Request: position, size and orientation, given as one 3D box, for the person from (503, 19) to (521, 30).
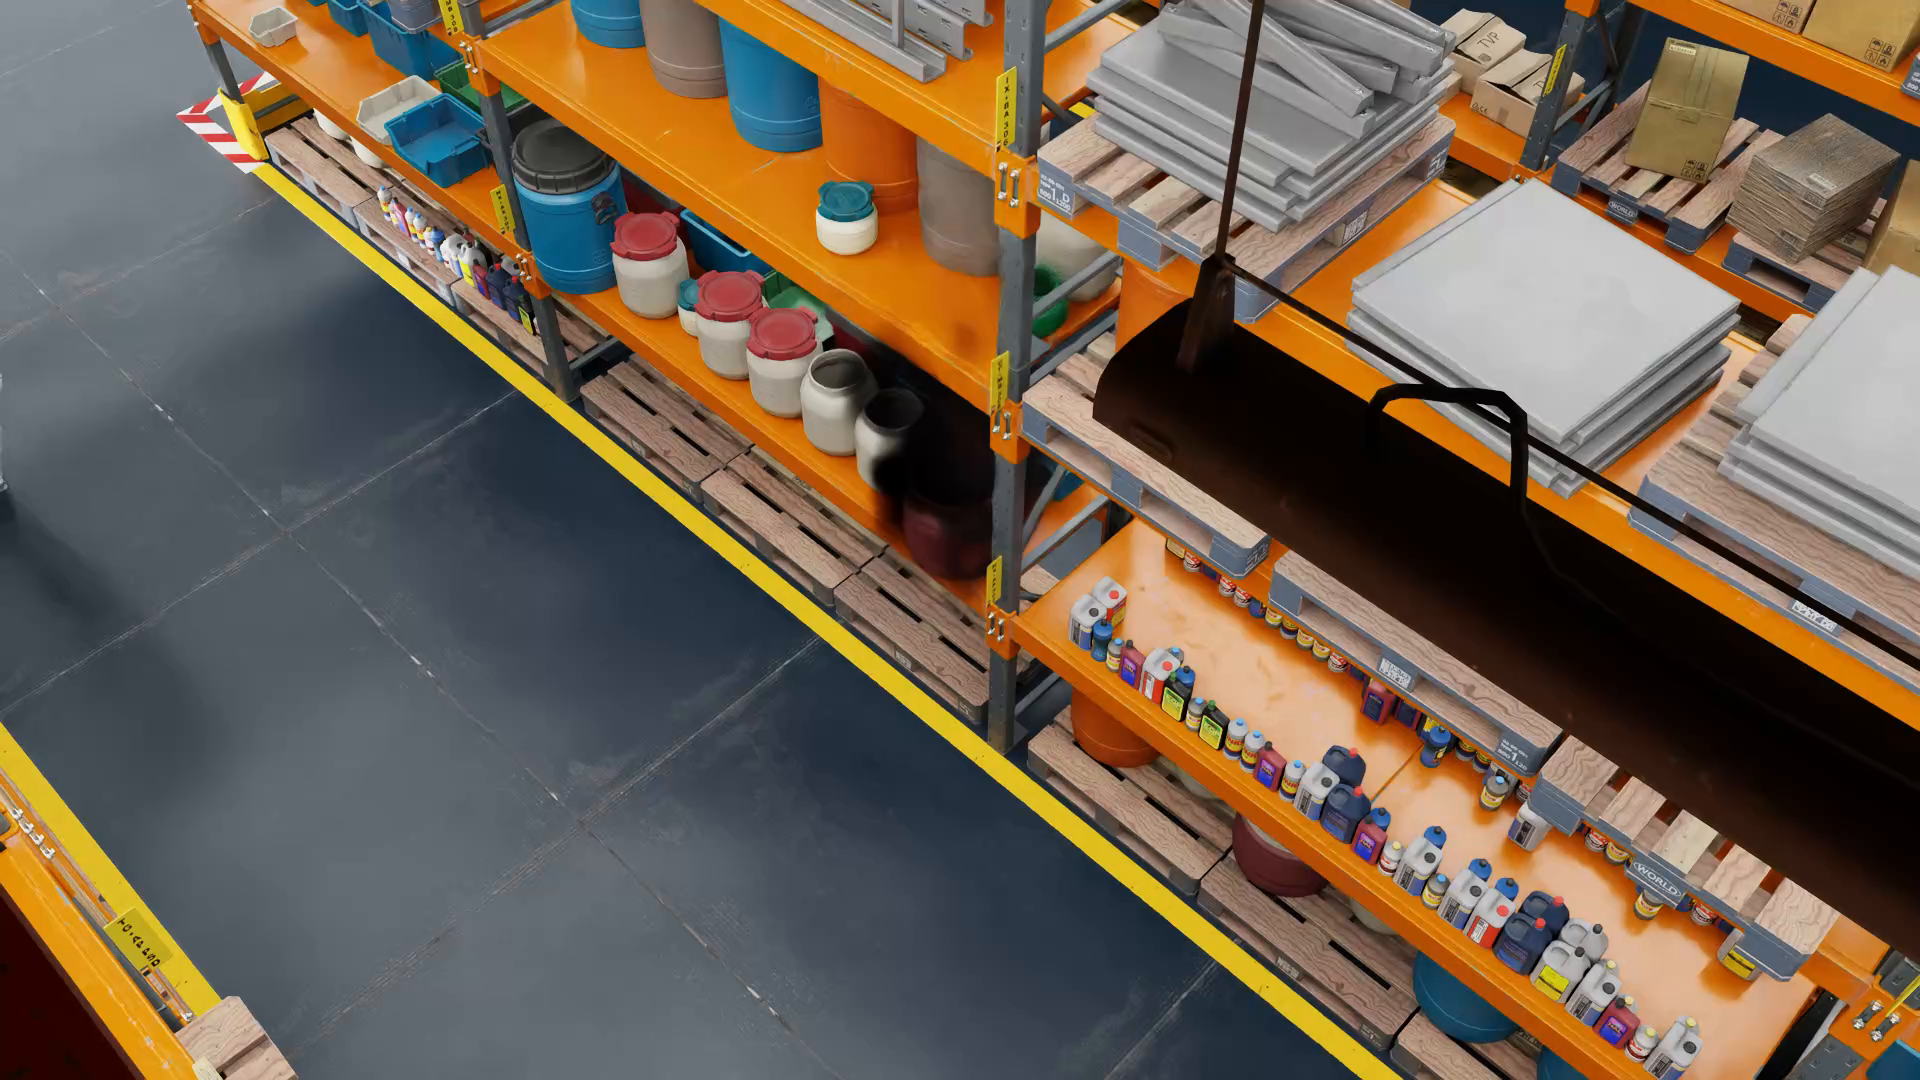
[{"bbox_3d":[-3.911,-4.611,13.212,0.803,1.665,0.616,29,56,22],"label":"person"}]
